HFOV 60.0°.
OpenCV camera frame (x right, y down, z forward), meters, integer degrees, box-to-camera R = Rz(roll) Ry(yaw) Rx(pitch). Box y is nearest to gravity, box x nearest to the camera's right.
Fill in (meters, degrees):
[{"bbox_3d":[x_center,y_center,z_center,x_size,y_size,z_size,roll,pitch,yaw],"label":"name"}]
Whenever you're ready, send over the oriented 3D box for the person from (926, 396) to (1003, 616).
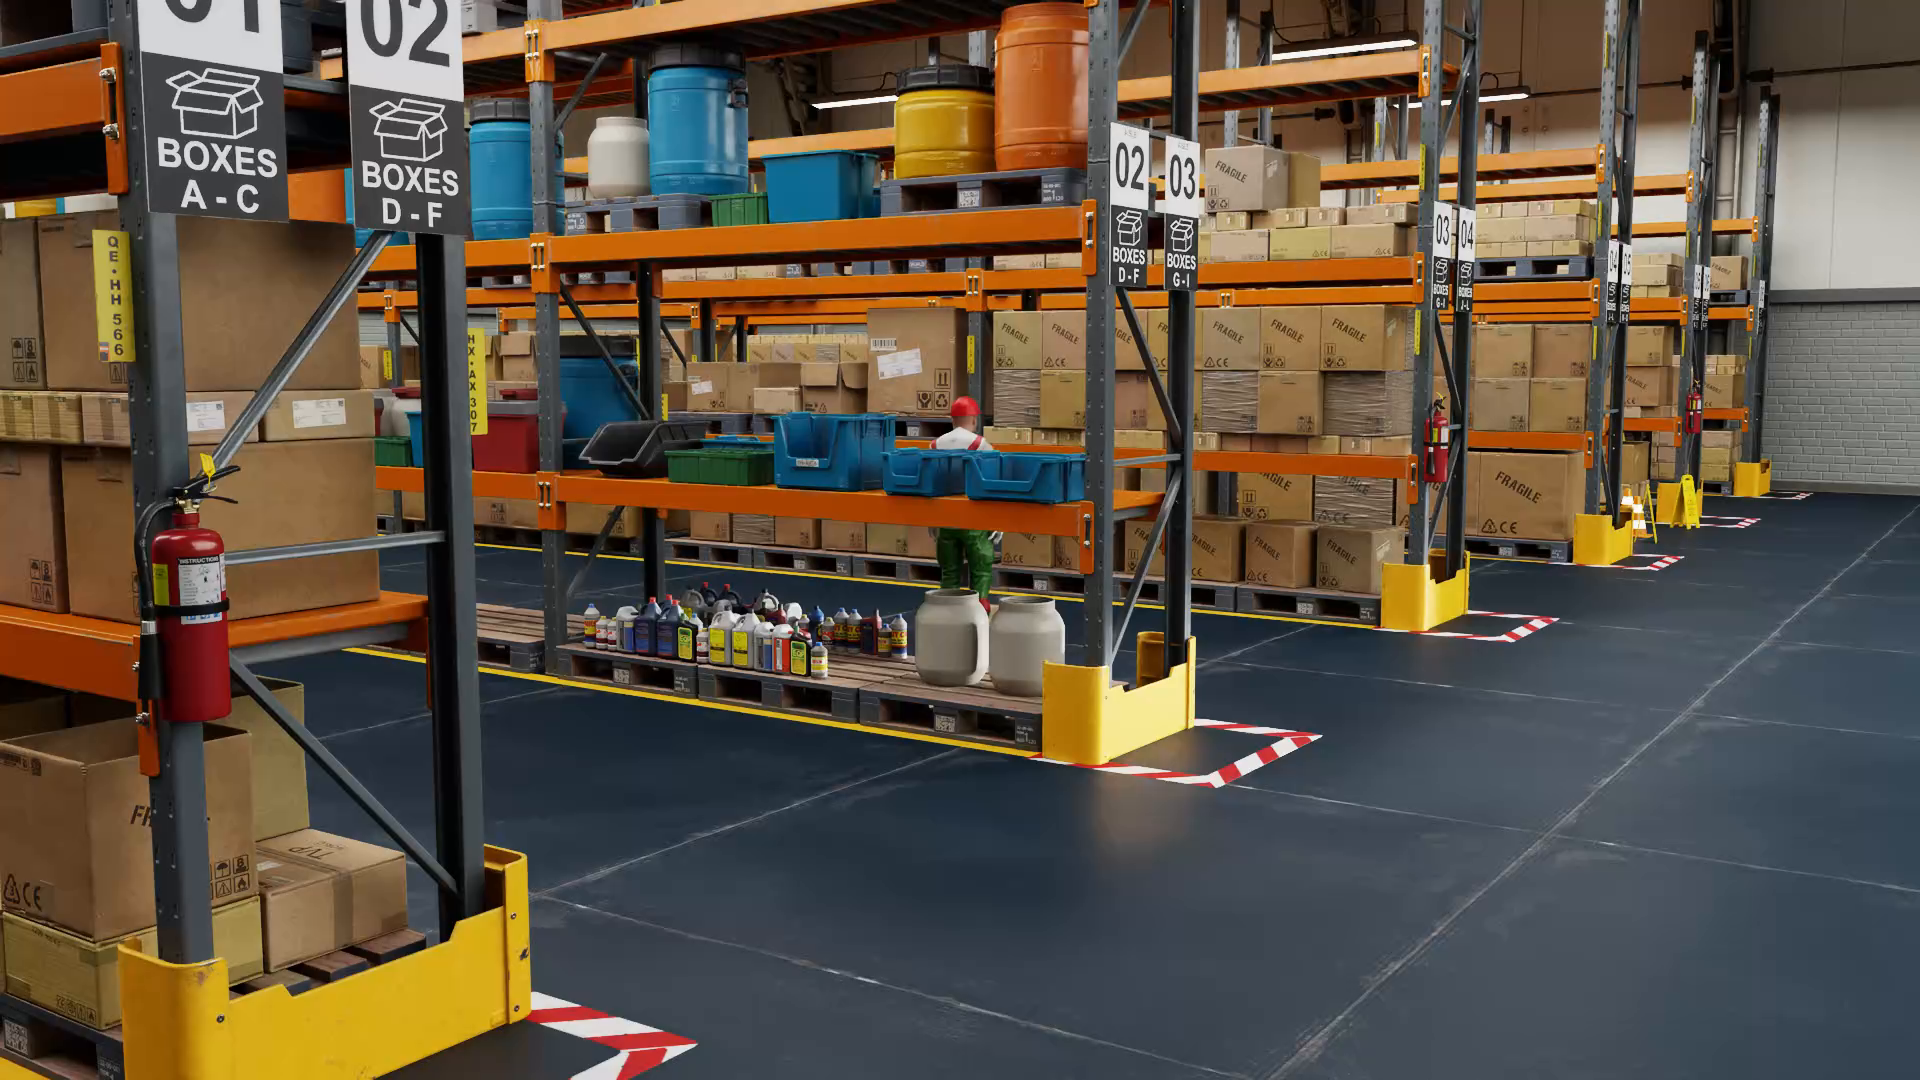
[{"bbox_3d":[0.026,-0.130,11.854,0.616,1.778,0.453,4,7,30],"label":"person"}]
